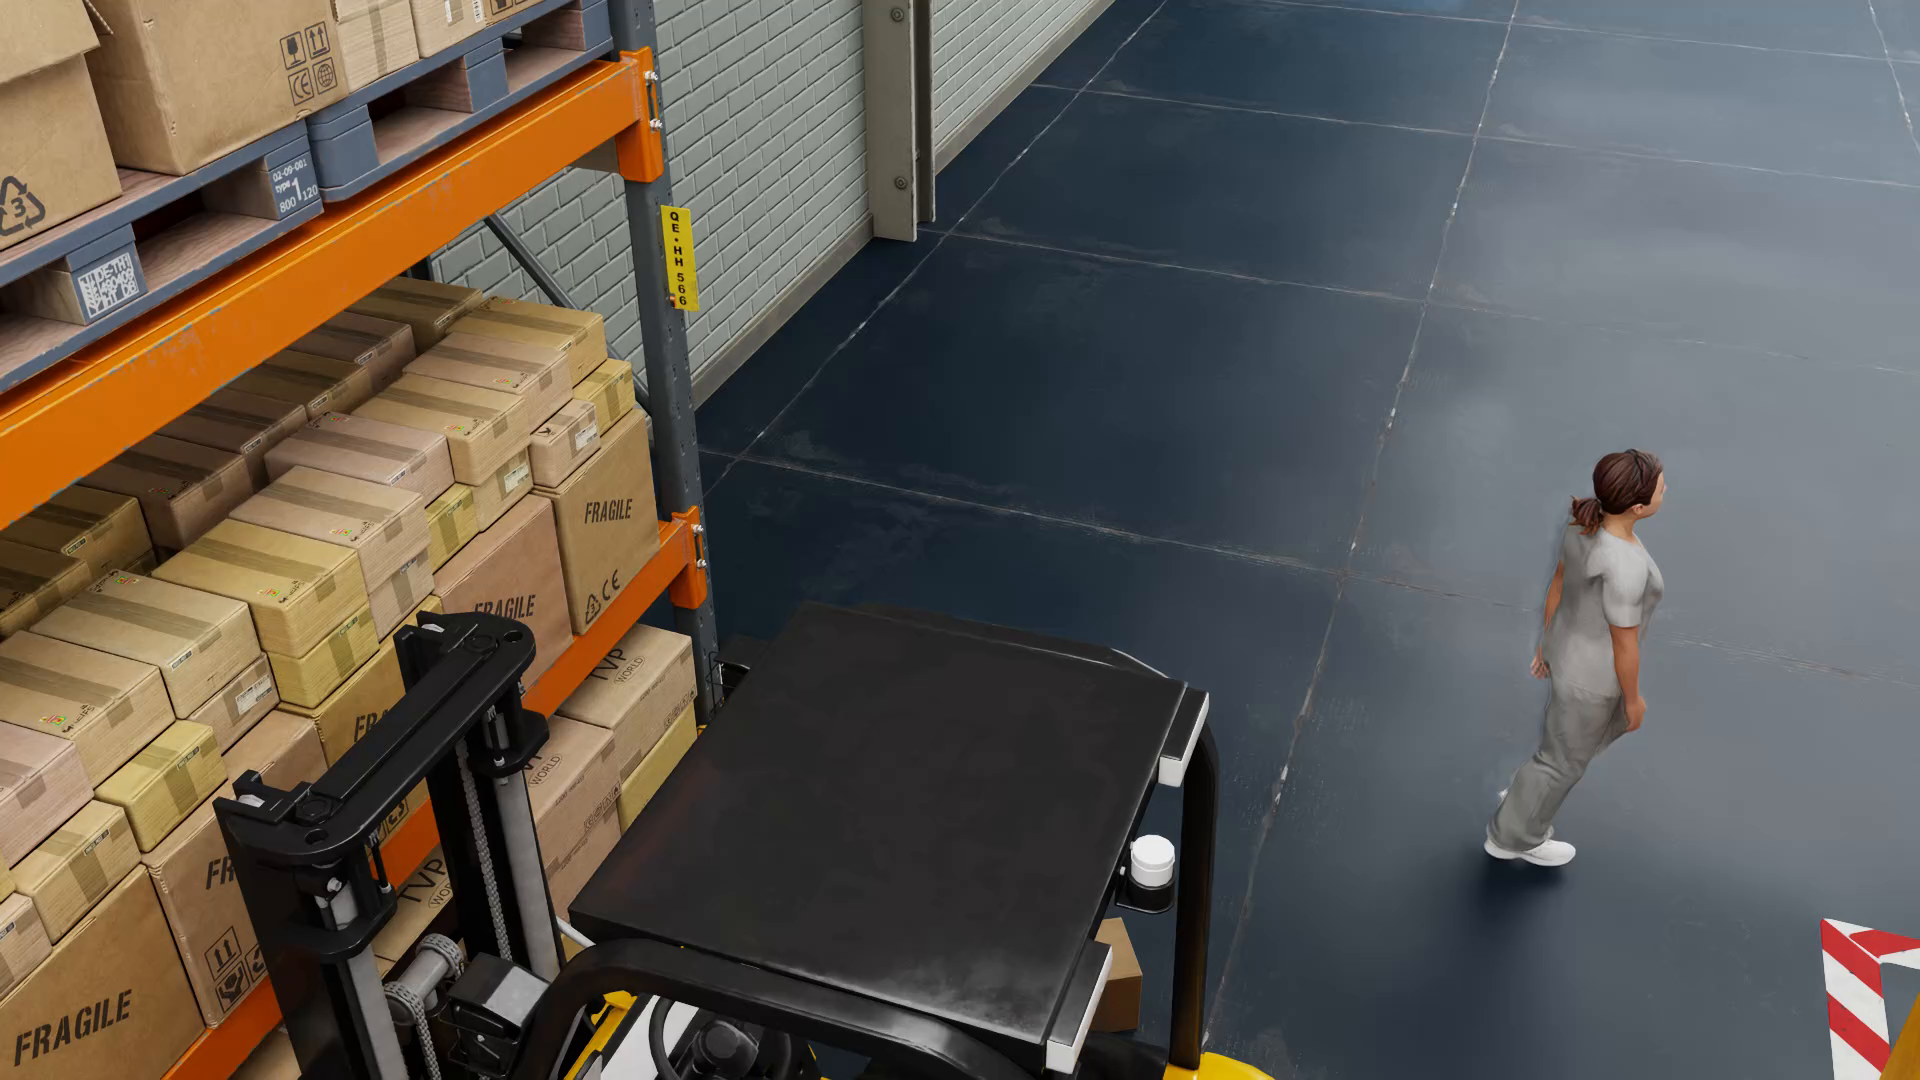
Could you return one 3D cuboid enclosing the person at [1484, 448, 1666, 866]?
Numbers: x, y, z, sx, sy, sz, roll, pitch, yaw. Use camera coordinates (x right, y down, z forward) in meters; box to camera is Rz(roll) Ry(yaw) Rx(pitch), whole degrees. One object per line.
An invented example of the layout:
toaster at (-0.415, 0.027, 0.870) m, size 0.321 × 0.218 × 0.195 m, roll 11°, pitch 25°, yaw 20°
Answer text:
person at (2.087, 0.435, 5.463) m, size 0.454 × 1.685 × 0.439 m, roll 1°, pitch 33°, yaw 1°
